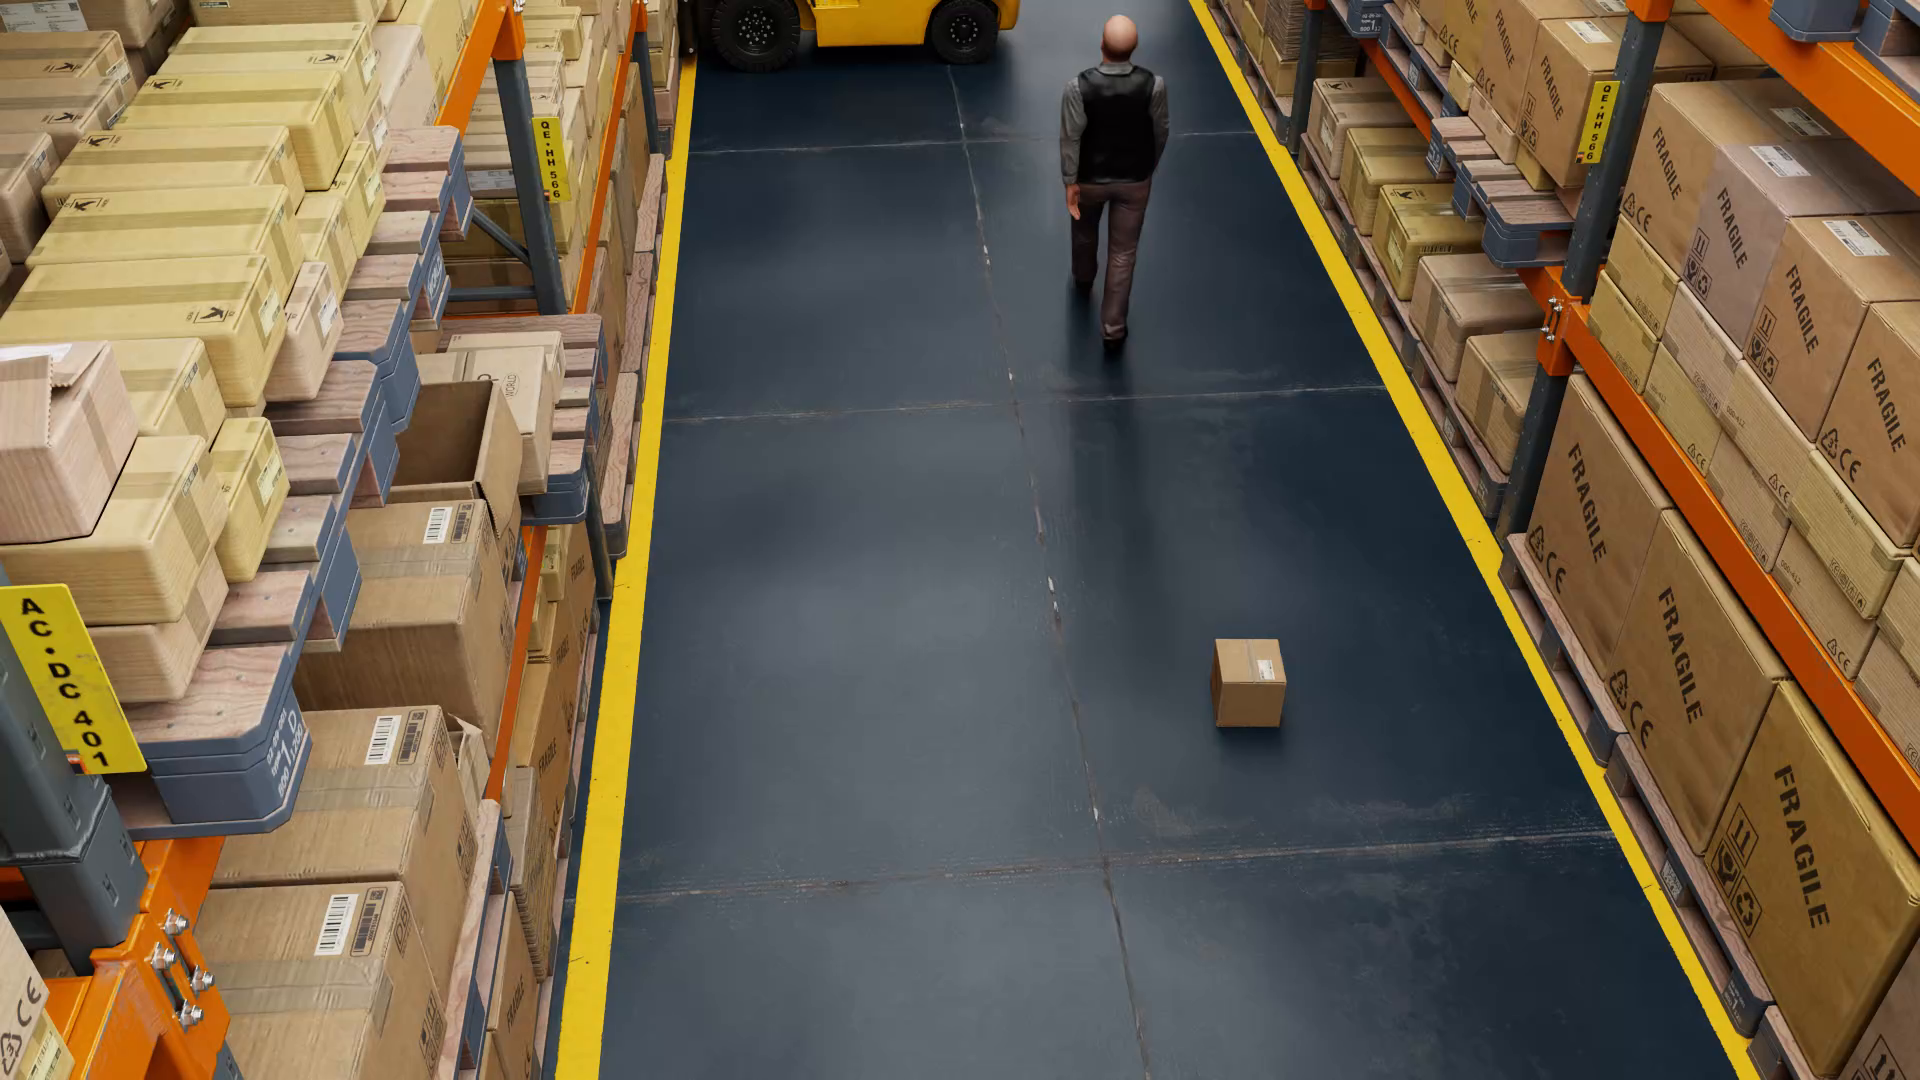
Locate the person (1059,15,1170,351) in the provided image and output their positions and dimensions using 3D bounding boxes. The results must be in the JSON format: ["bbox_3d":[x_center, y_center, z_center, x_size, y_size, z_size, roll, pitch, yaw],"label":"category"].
[{"bbox_3d":[0.782,-1.909,8.531,0.547,1.670,1.003,3,39,4],"label":"person"}]
